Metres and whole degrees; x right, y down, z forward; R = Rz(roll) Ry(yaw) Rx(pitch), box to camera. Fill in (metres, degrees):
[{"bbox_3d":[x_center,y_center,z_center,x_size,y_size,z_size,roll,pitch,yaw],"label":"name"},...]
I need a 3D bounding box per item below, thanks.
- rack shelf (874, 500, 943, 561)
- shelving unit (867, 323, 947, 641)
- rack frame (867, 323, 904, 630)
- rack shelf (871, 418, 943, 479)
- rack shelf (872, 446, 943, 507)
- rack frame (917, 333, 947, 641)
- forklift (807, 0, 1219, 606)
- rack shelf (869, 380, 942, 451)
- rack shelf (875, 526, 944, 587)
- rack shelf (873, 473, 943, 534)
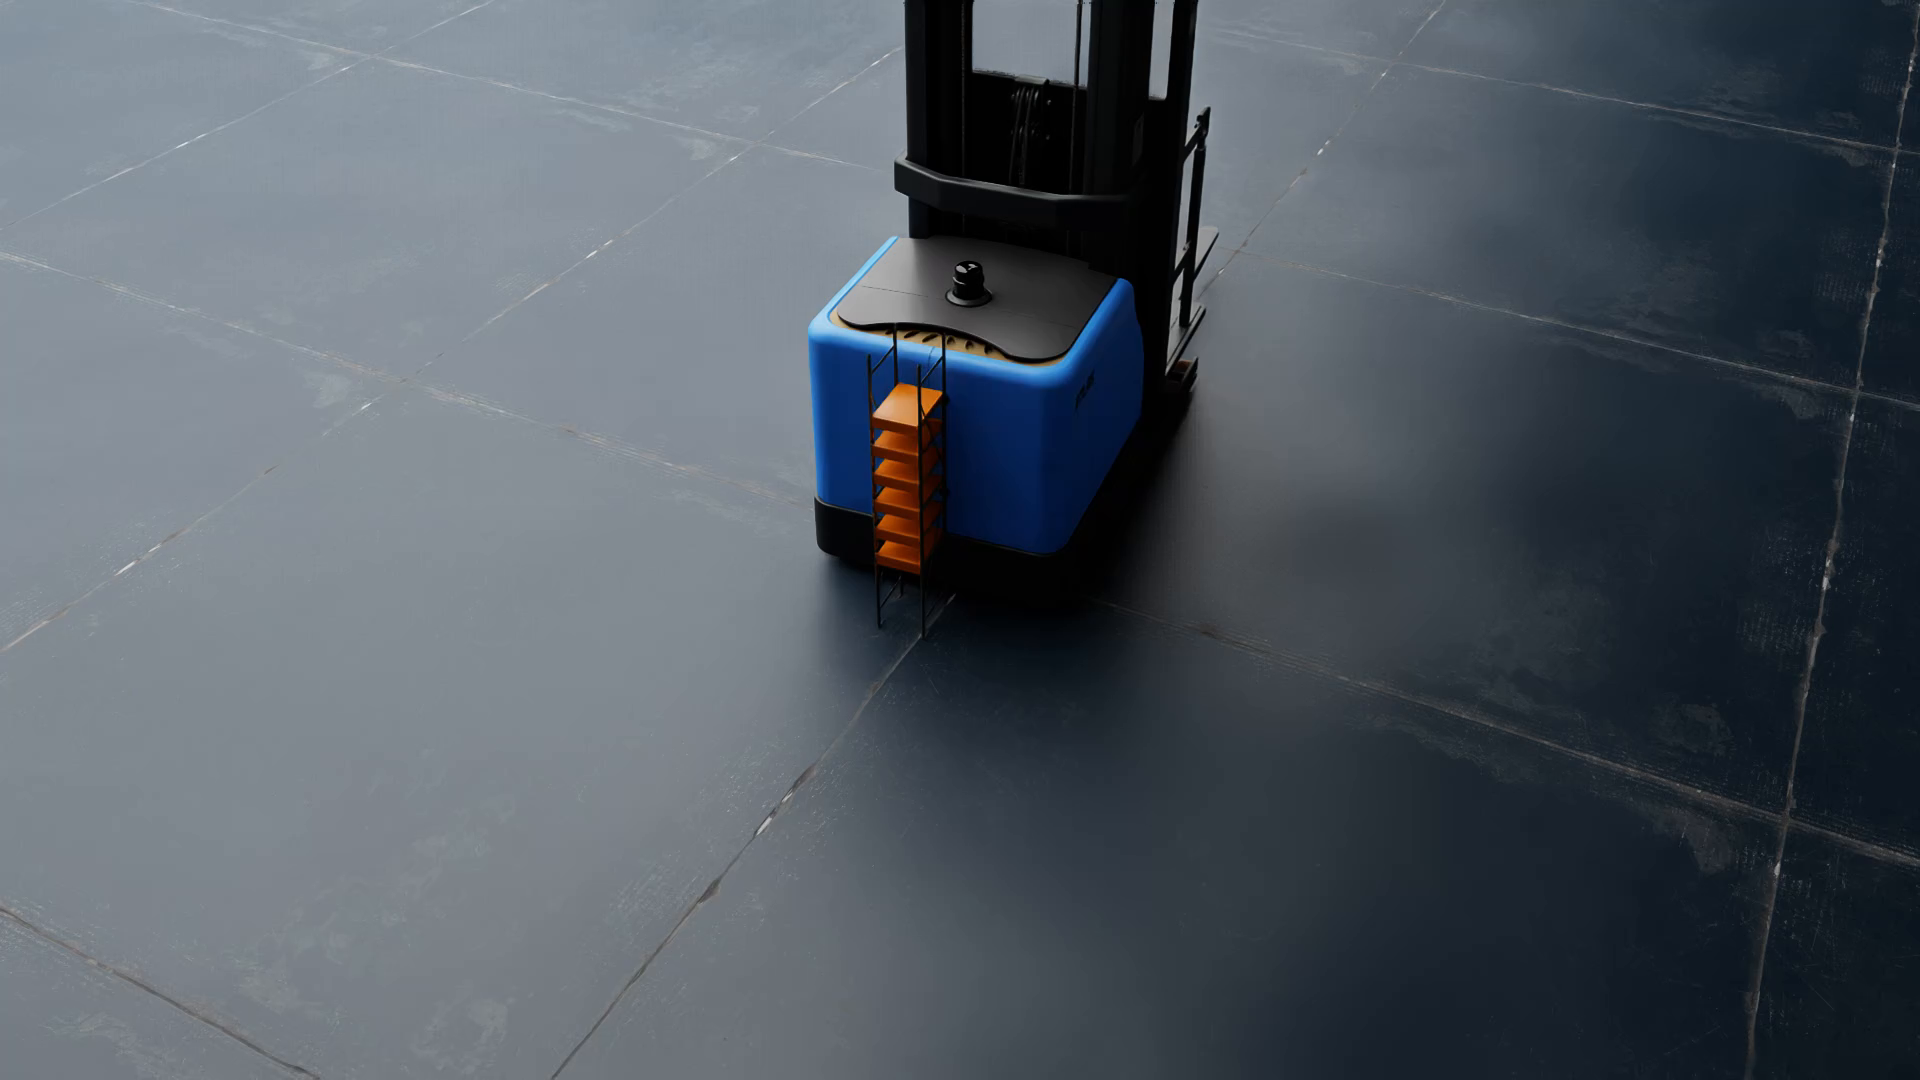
[{"bbox_3d":[-0.181,-0.055,6.102,0.180,0.103,0.258,13,39,17],"label":"rack shelf"},{"bbox_3d":[-0.181,-0.186,6.002,0.189,1.200,0.258,13,39,17],"label":"shelving unit"},{"bbox_3d":[-0.266,-0.206,6.029,0.006,1.200,0.240,13,39,17],"label":"rack frame"},{"bbox_3d":[-0.181,-0.342,5.884,0.180,0.103,0.258,13,39,17],"label":"rack shelf"},{"bbox_3d":[-0.181,-0.246,5.957,0.180,0.103,0.258,13,39,17],"label":"rack shelf"},{"bbox_3d":[-0.096,-0.166,5.976,0.006,1.200,0.240,13,39,17],"label":"rack frame"},{"bbox_3d":[0.444,-1.807,6.706,1.130,2.935,3.031,13,39,17],"label":"forklift"},{"bbox_3d":[-0.181,-0.437,5.812,0.180,0.103,0.258,13,39,17],"label":"rack shelf"},{"bbox_3d":[-0.181,0.041,6.175,0.180,0.103,0.258,13,39,17],"label":"rack shelf"},{"bbox_3d":[-0.181,-0.151,6.029,0.180,0.103,0.258,13,39,17],"label":"rack shelf"}]
